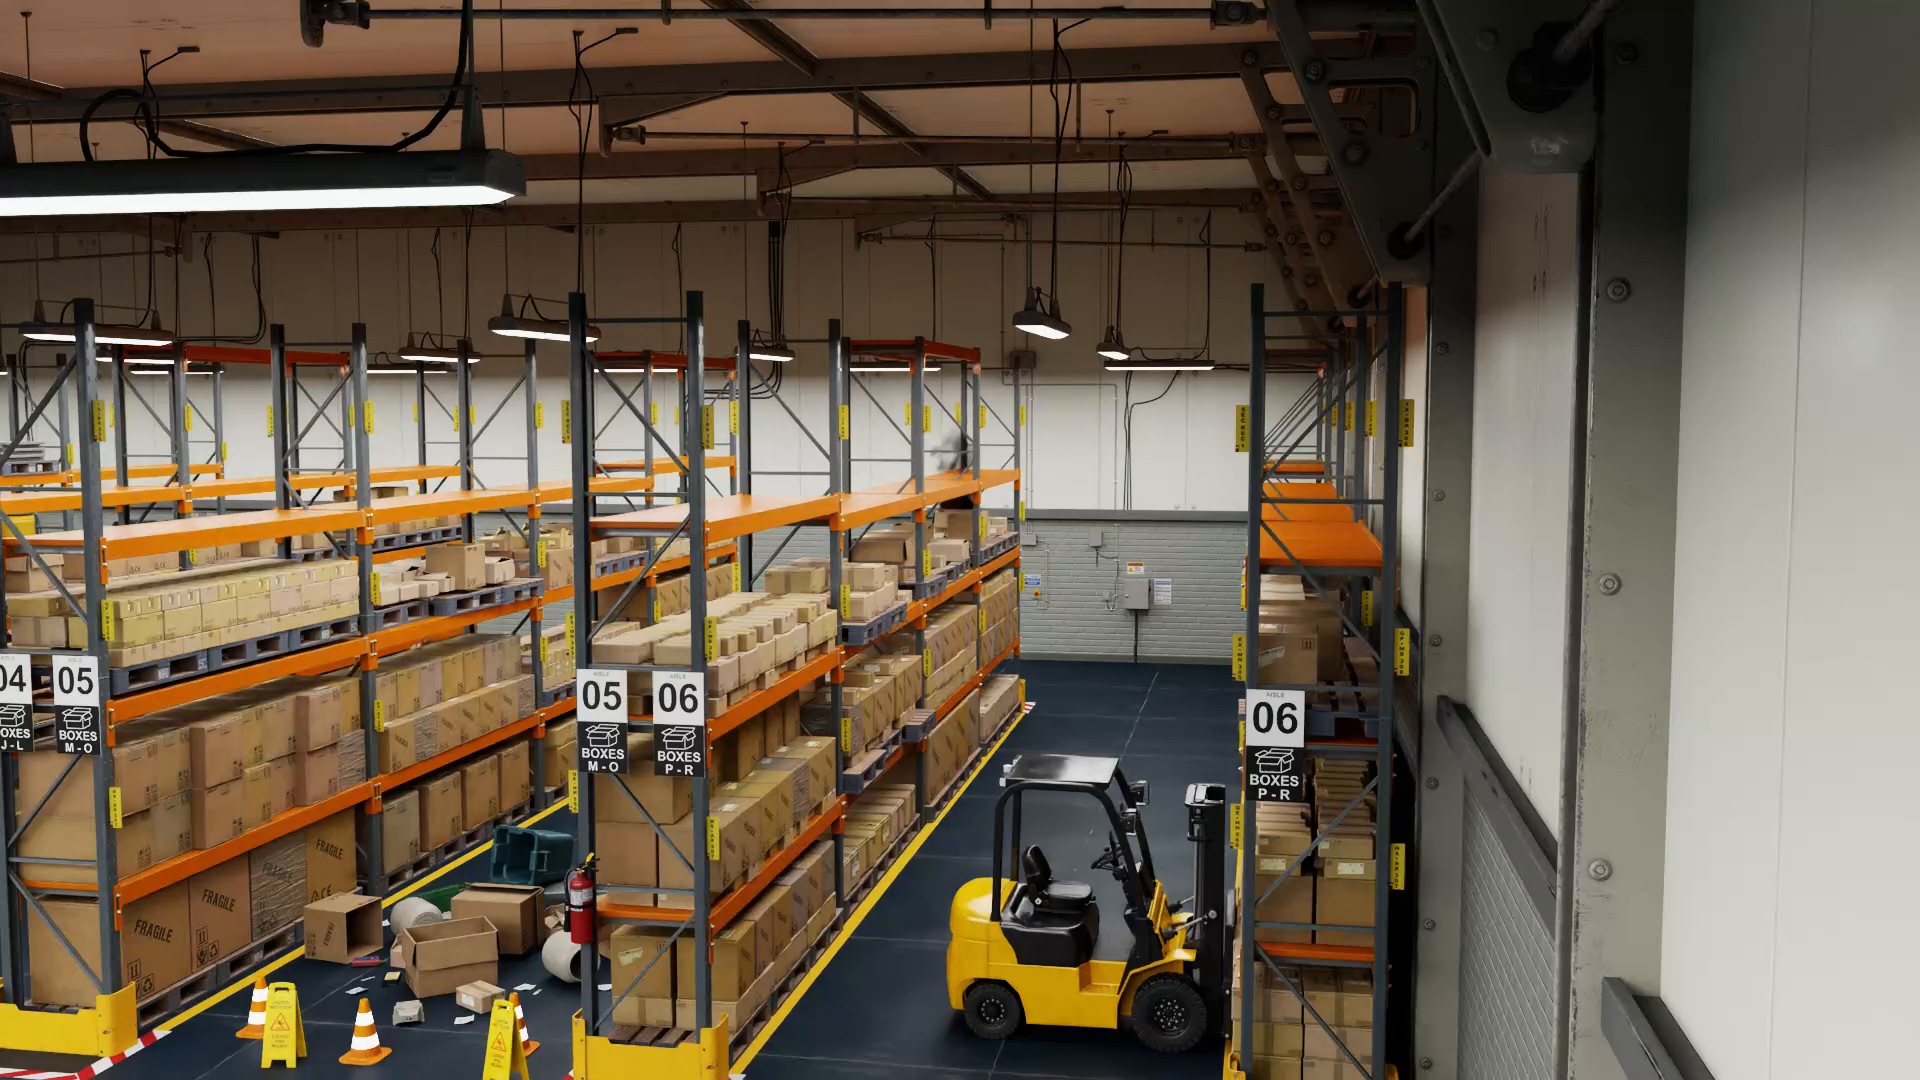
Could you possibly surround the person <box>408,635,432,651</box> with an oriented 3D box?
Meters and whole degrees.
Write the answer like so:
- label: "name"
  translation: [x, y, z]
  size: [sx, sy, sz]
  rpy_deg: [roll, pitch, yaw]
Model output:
- label: "person"
  translation: [-8.270, 2.219, 25.726]
  size: [0.646, 1.780, 0.816]
  rpy_deg: [0, 5, 2]
